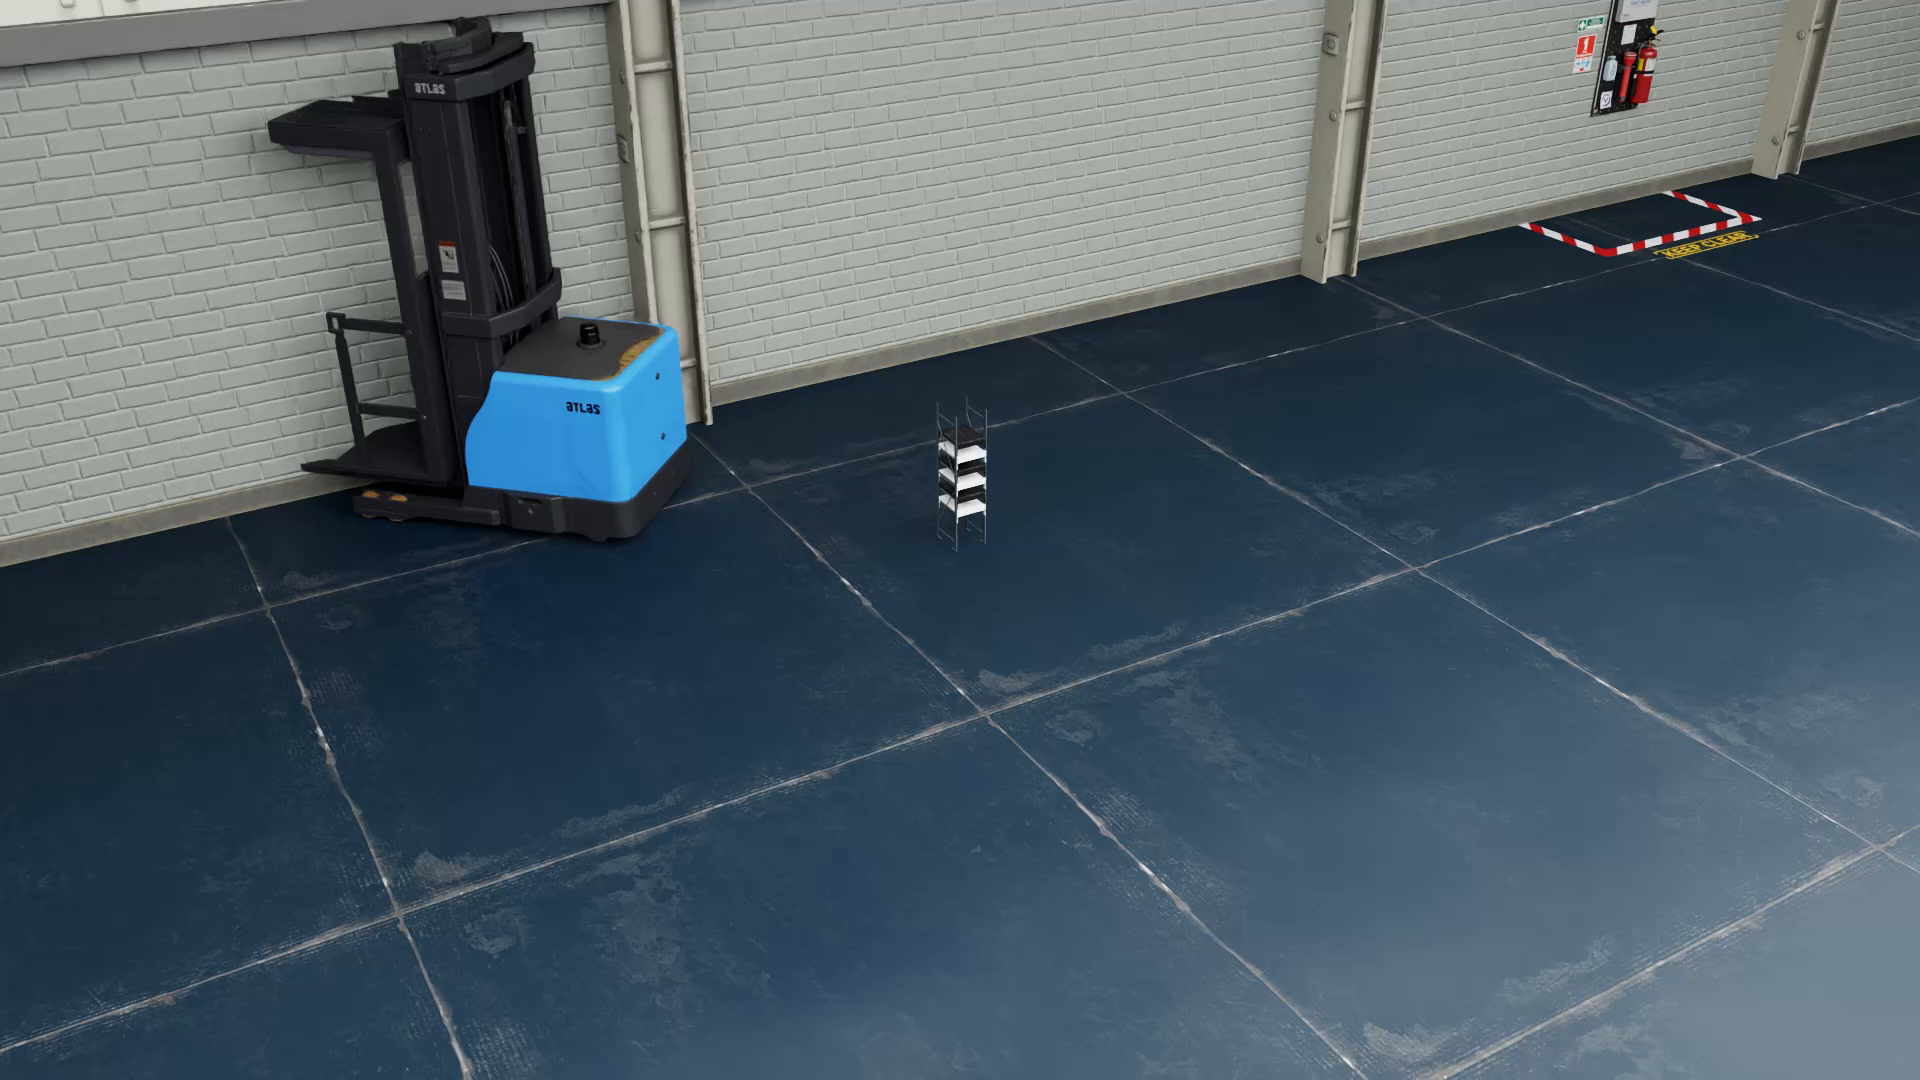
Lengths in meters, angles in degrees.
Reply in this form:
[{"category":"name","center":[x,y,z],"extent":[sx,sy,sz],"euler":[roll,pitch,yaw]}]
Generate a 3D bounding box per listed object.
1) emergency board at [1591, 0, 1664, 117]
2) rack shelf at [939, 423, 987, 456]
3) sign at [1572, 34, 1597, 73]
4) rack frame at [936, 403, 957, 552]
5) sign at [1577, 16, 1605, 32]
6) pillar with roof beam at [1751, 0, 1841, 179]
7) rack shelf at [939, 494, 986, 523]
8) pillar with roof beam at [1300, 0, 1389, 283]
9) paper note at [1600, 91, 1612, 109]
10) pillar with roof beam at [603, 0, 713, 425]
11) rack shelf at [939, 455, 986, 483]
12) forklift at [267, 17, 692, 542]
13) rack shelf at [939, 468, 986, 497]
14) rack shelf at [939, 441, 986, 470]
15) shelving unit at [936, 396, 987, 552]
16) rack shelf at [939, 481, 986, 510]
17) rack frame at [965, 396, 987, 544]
[{"category":"emergency board","center":[6.208,-4.499,15.298],"extent":[0.643,1.169,0.194],"euler":[-16,33,-26]},{"category":"rack shelf","center":[0.007,-0.603,9.922],"extent":[0.200,0.077,0.258],"euler":[-16,33,-26]},{"category":"sign","center":[5.679,-4.422,15.122],"extent":[0.234,0.329,0.001],"euler":[-16,33,-26]},{"category":"rack frame","center":[-0.081,-0.371,9.991],"extent":[0.006,0.900,0.240],"euler":[-16,33,-26]},{"category":"sign","center":[5.688,-4.652,14.989],"extent":[0.331,0.109,0.001],"euler":[-16,33,-26]},{"category":"pillar with roof beam","center":[10.539,-5.921,11.666],"extent":[0.400,9.000,9.100],"euler":[-16,33,-26]},{"category":"rack shelf","center":[0.007,-0.209,10.139],"extent":[0.200,0.077,0.258],"euler":[-16,33,-26]},{"category":"pillar with roof beam","center":[5.366,-4.452,9.005],"extent":[0.400,9.000,9.100],"euler":[-16,33,-26]},{"category":"paper note","center":[6.021,-4.099,15.484],"extent":[0.142,0.148,0.016],"euler":[-16,33,-26]},{"category":"pillar with roof beam","center":[0.193,-2.984,6.343],"extent":[0.400,9.000,9.100],"euler":[-16,33,-26]},{"category":"rack shelf","center":[0.007,-0.446,10.009],"extent":[0.200,0.077,0.258],"euler":[-16,33,-26]},{"category":"forklift","center":[-3.333,-1.639,10.187],"extent":[3.031,2.935,1.130],"euler":[7,30,12]},{"category":"rack shelf","center":[0.007,-0.367,10.052],"extent":[0.200,0.077,0.258],"euler":[-16,33,-26]},{"category":"rack shelf","center":[0.007,-0.524,9.965],"extent":[0.200,0.077,0.258],"euler":[-16,33,-26]},{"category":"shelving unit","center":[0.007,-0.396,10.036],"extent":[0.210,0.900,0.258],"euler":[-16,33,-26]},{"category":"rack shelf","center":[0.007,-0.288,10.096],"extent":[0.200,0.077,0.258],"euler":[-16,33,-26]},{"category":"rack frame","center":[0.095,-0.421,10.081],"extent":[0.006,0.900,0.240],"euler":[-16,33,-26]}]
